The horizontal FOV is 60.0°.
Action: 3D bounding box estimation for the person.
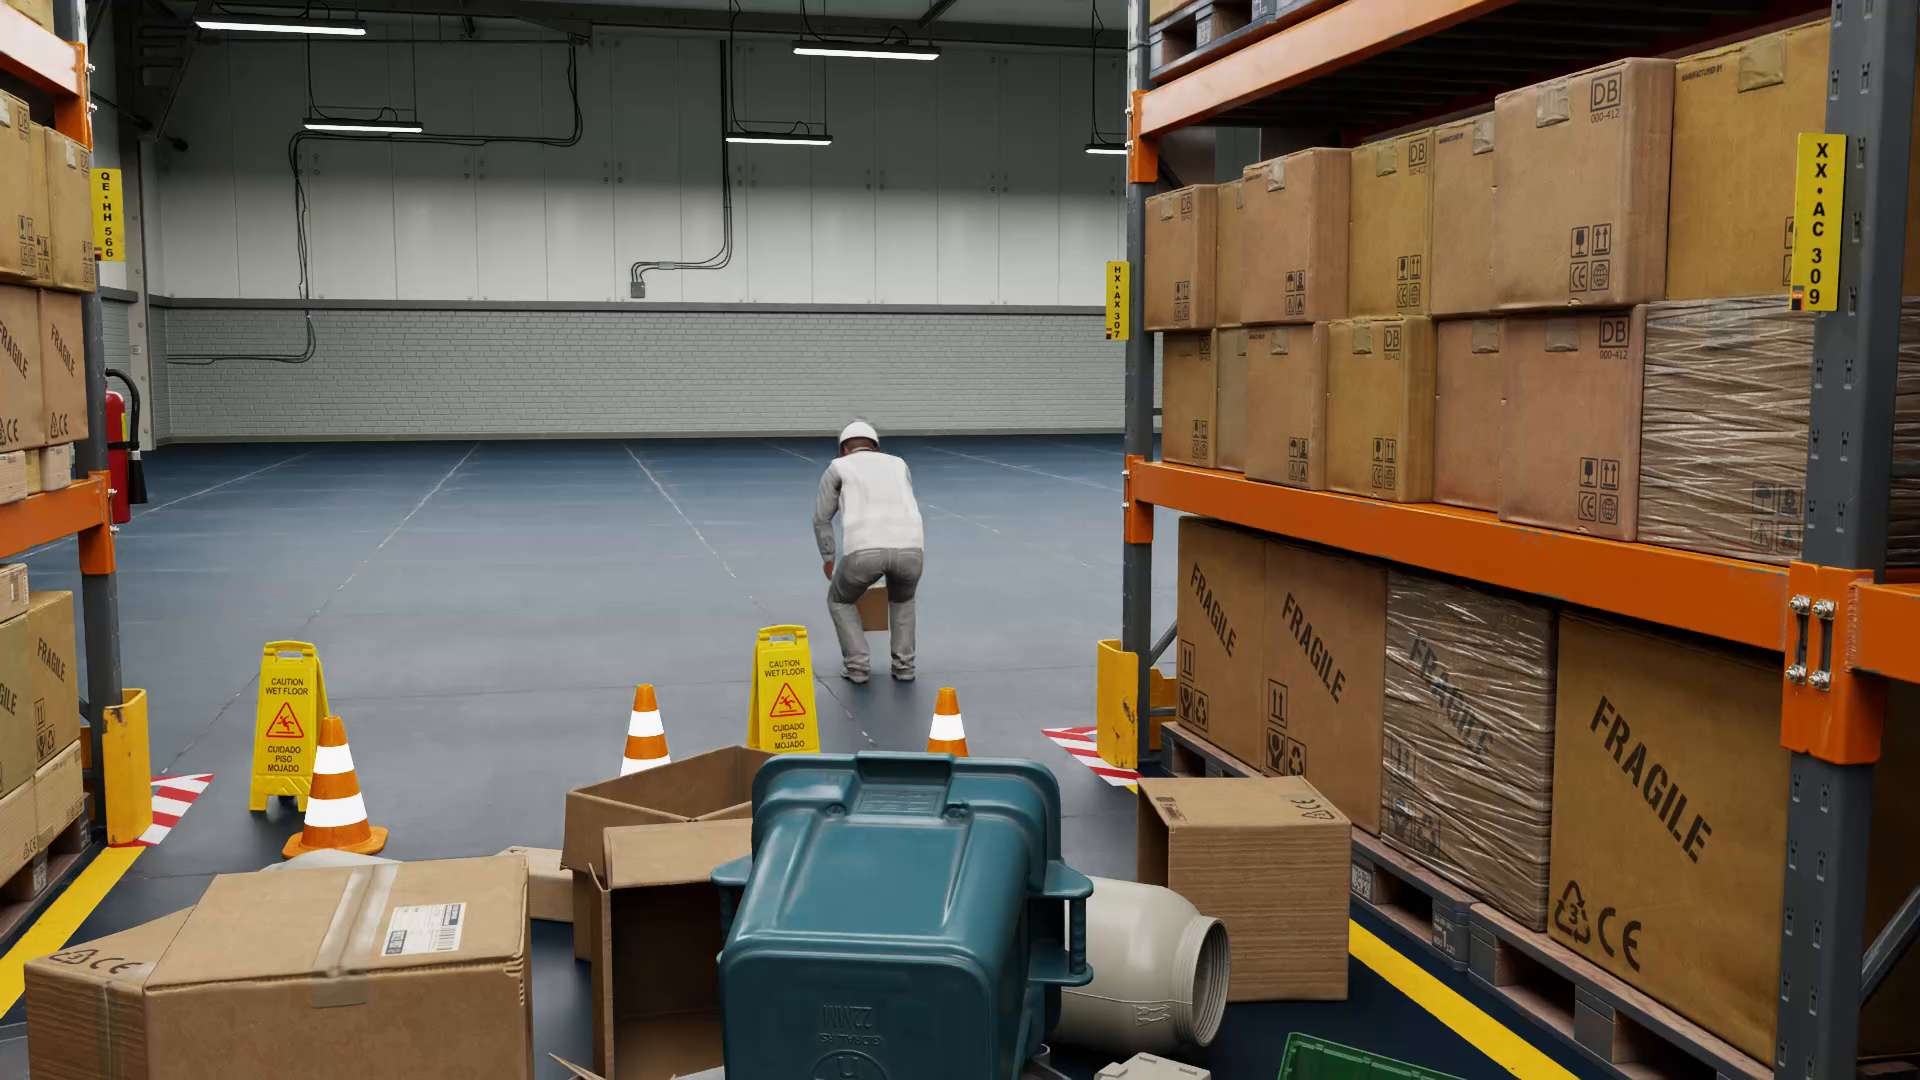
[{"bbox_3d":[-0.499,0.058,9.093,0.591,1.392,0.784,-1,6,-14],"label":"person"}]
